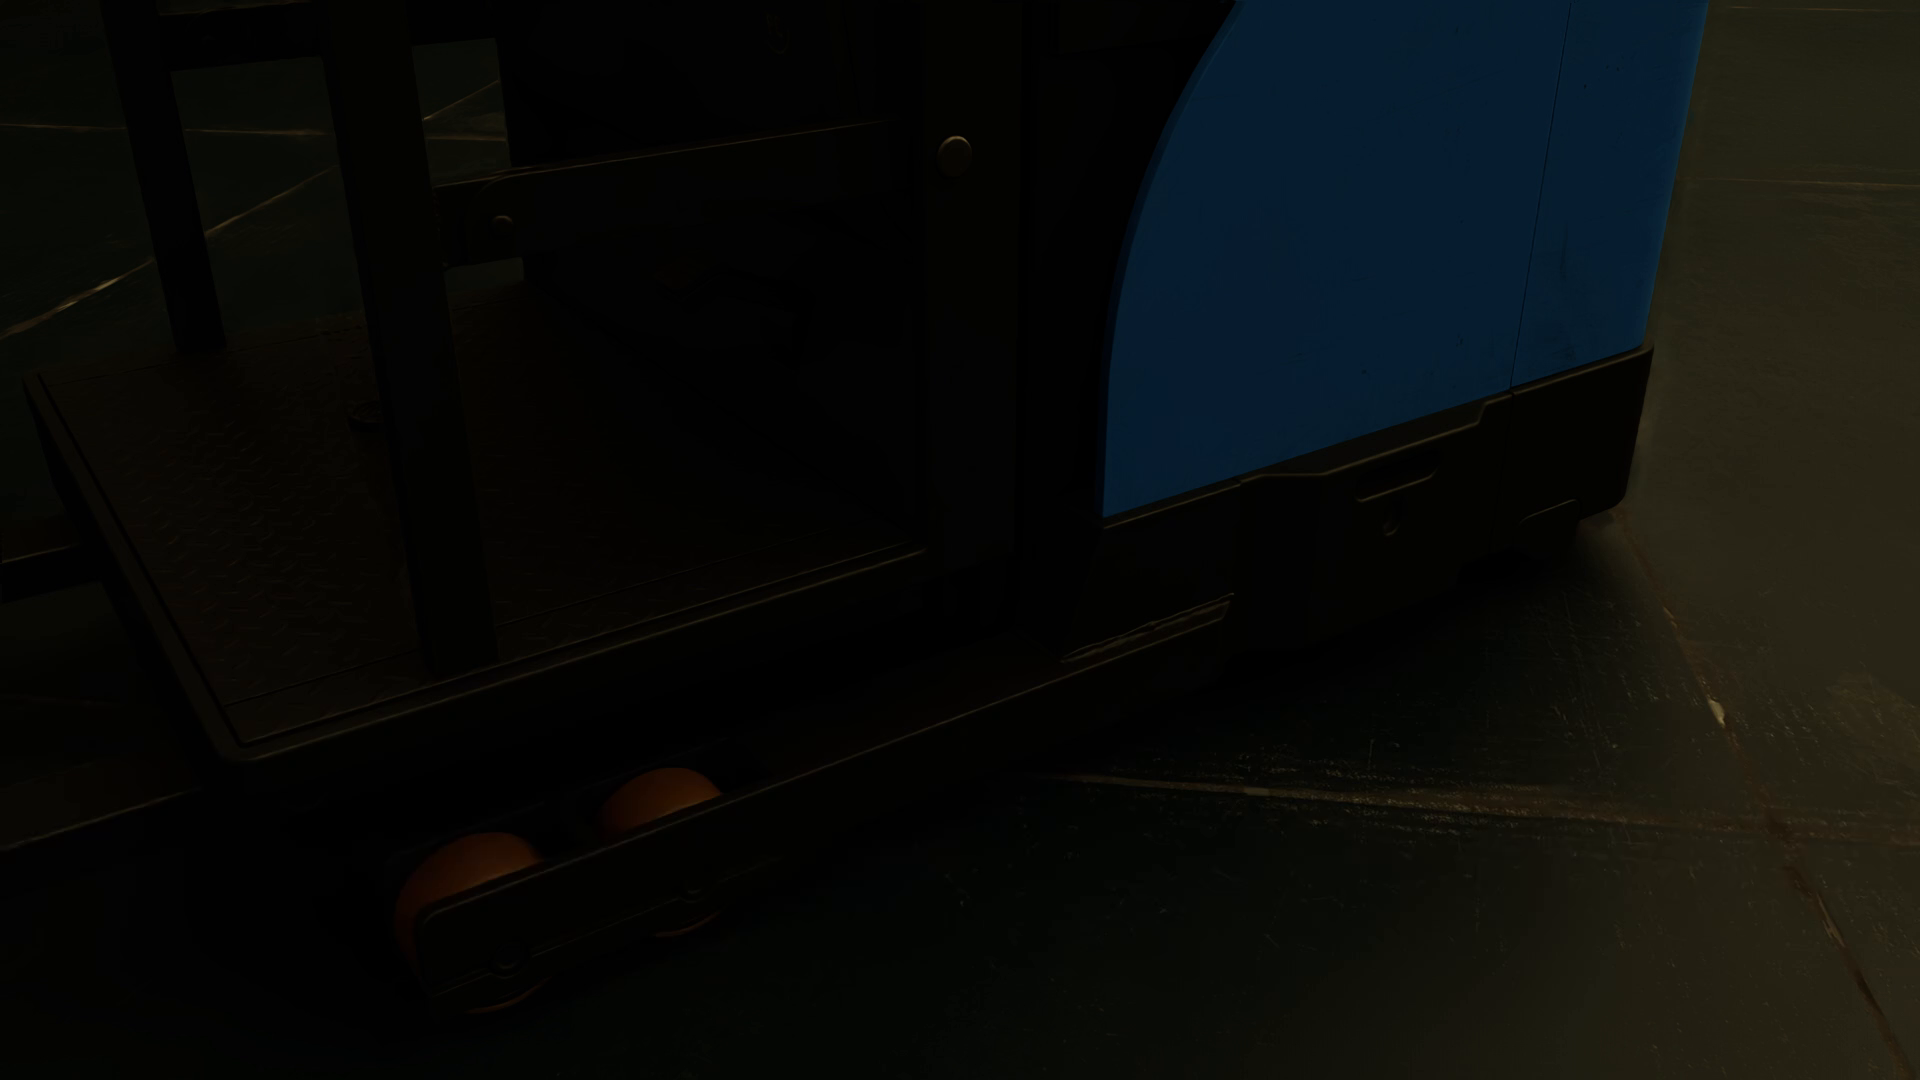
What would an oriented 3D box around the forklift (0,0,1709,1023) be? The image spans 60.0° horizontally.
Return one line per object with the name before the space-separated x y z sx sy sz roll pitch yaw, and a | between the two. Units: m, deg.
forklift | -0.505 -1.129 1.479 3.031 2.935 1.130 -17 31 -31
